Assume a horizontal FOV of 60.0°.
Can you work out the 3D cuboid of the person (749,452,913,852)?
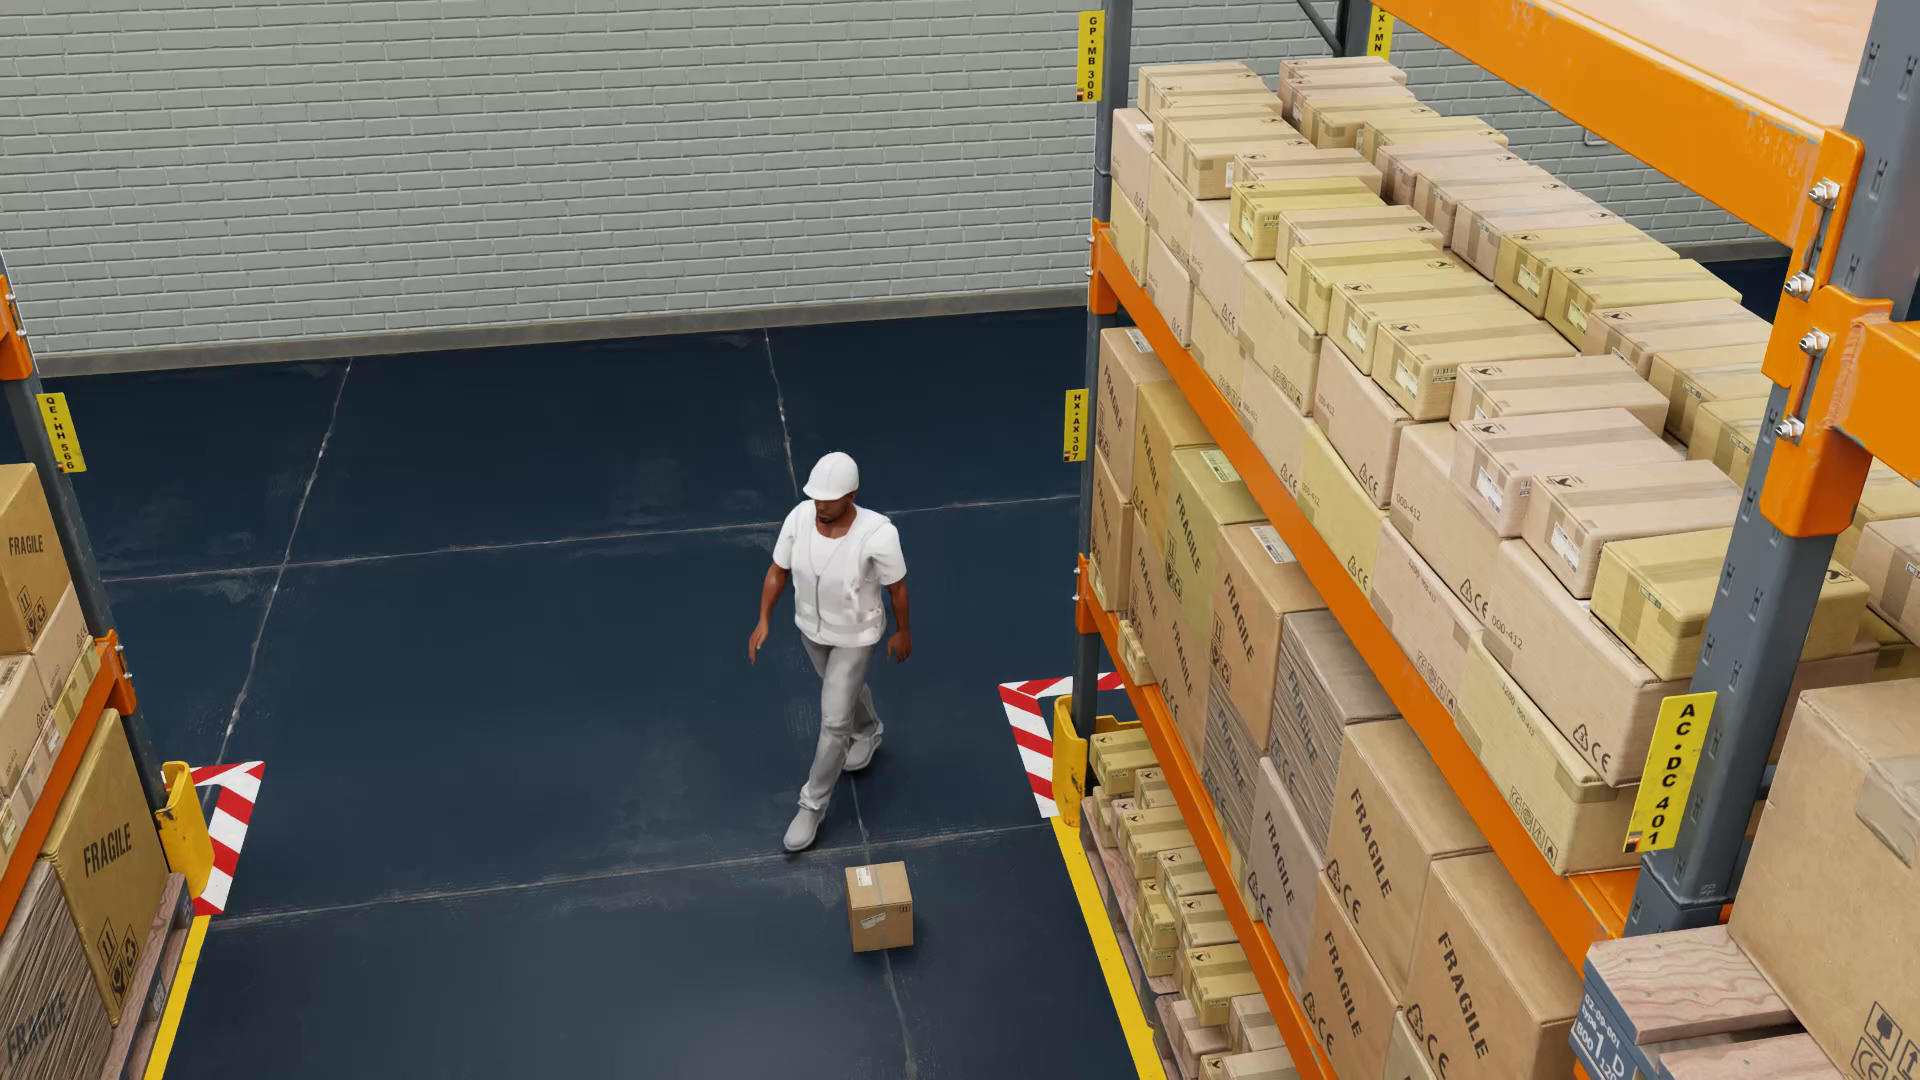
[{"bbox_3d":[-0.616,0.427,7.356,0.587,1.724,0.910,20,36,30],"label":"person"}]
